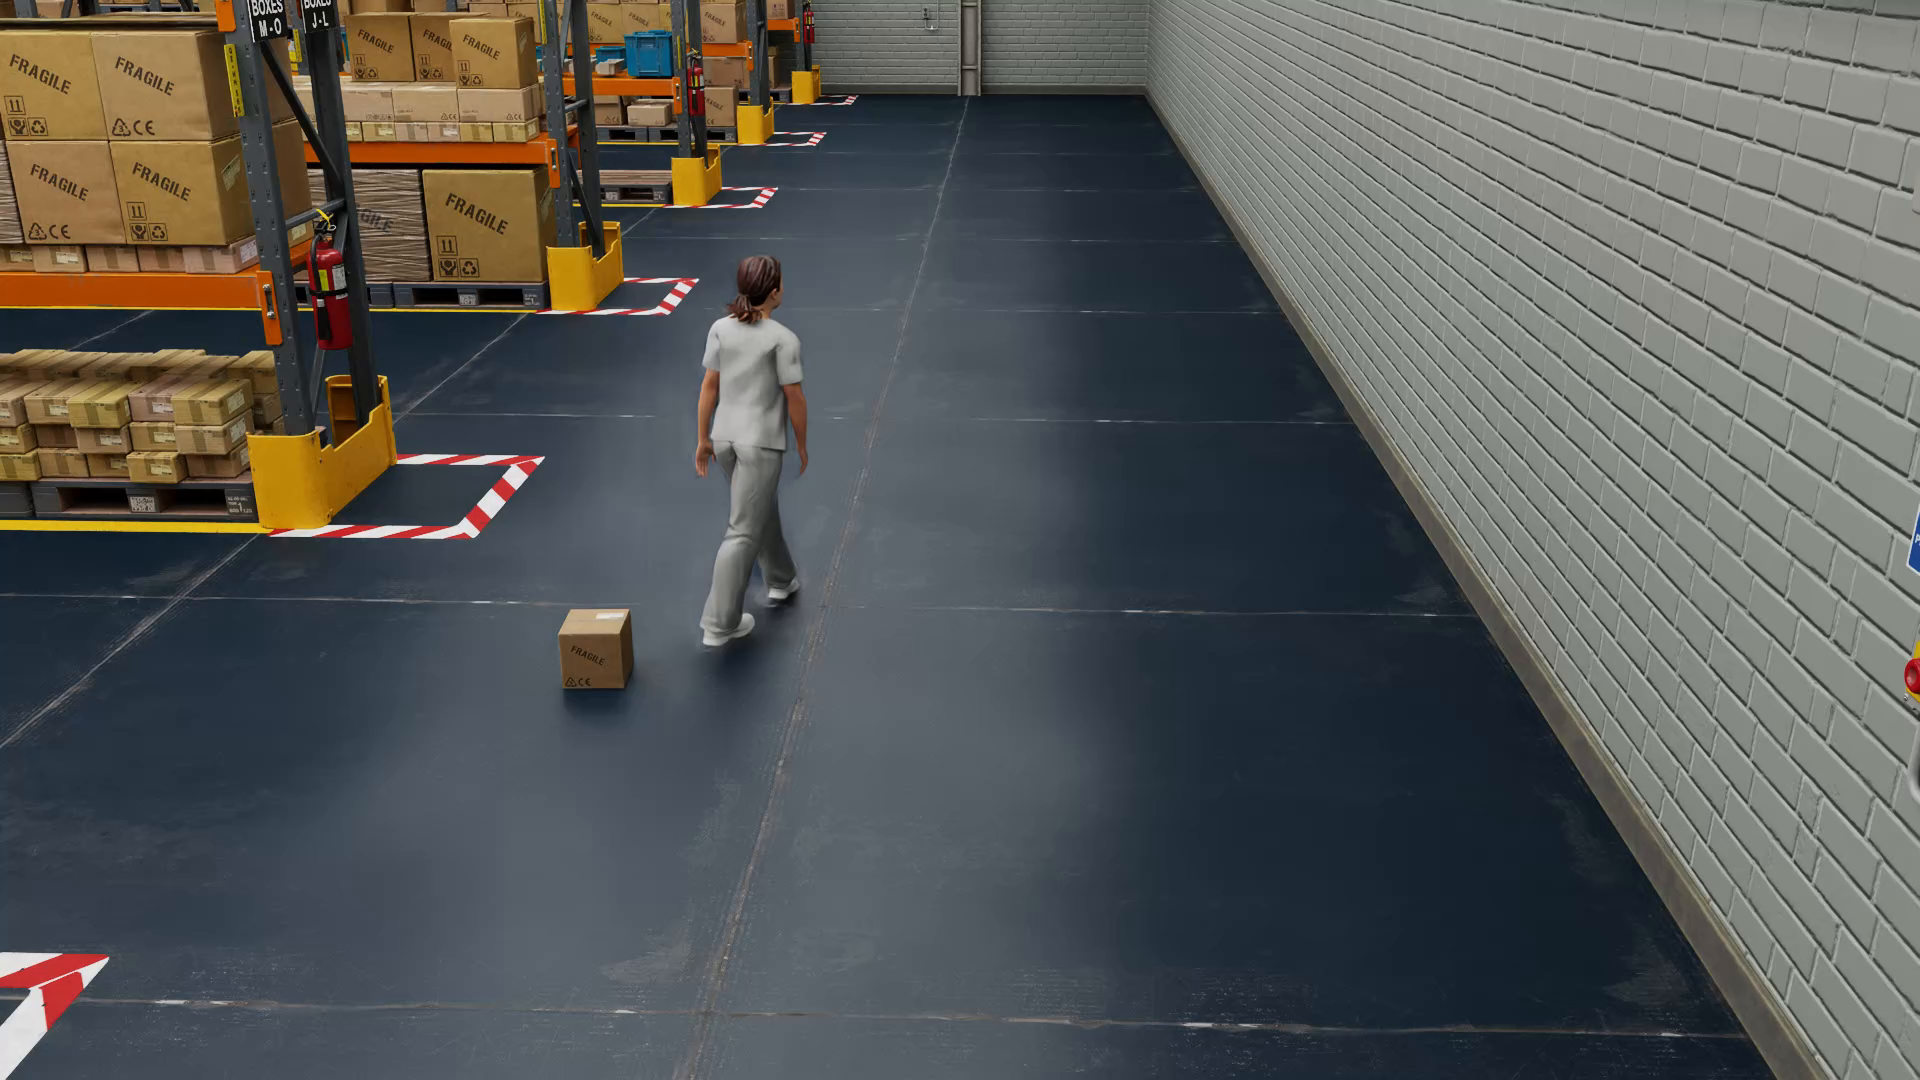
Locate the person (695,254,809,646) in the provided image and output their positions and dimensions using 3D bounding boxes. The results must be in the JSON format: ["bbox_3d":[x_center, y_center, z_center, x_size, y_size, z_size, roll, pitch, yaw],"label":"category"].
[{"bbox_3d":[-0.847,-0.402,7.141,0.454,1.647,0.844,13,24,31],"label":"person"}]
